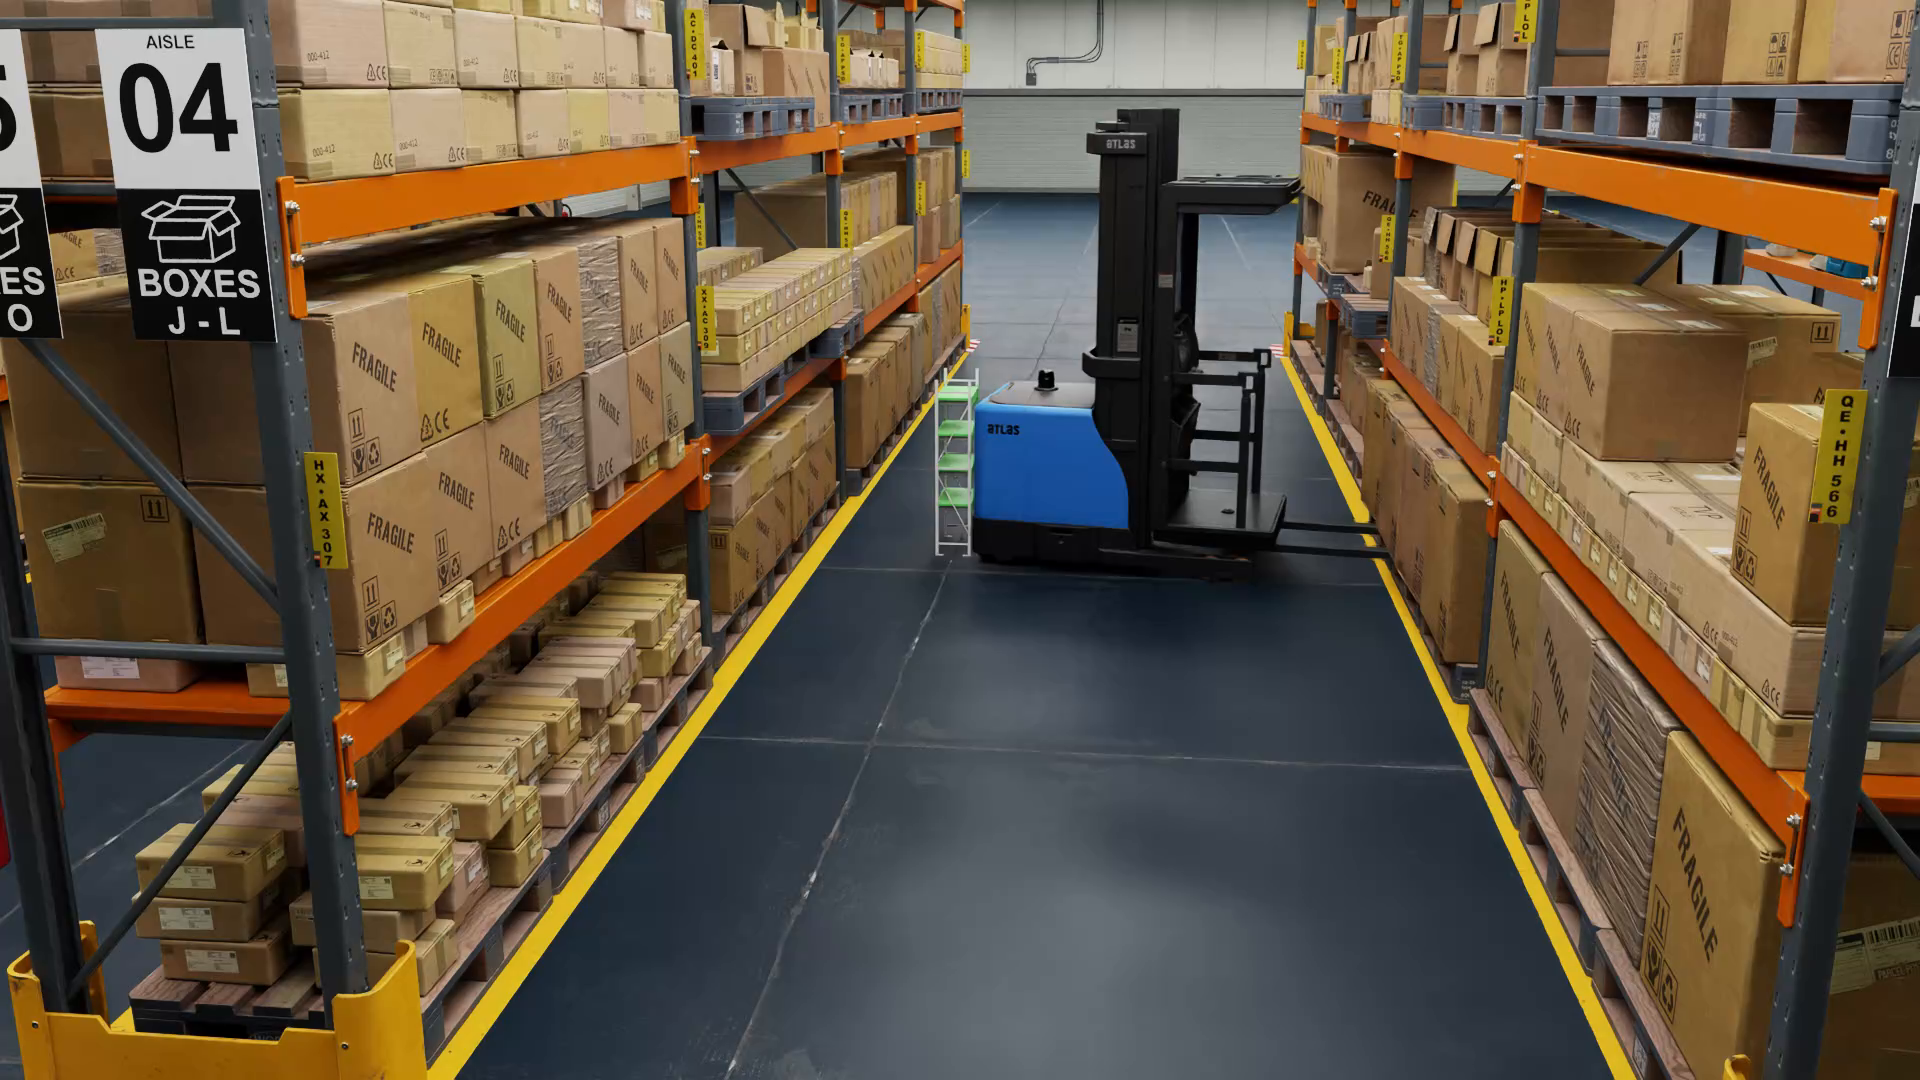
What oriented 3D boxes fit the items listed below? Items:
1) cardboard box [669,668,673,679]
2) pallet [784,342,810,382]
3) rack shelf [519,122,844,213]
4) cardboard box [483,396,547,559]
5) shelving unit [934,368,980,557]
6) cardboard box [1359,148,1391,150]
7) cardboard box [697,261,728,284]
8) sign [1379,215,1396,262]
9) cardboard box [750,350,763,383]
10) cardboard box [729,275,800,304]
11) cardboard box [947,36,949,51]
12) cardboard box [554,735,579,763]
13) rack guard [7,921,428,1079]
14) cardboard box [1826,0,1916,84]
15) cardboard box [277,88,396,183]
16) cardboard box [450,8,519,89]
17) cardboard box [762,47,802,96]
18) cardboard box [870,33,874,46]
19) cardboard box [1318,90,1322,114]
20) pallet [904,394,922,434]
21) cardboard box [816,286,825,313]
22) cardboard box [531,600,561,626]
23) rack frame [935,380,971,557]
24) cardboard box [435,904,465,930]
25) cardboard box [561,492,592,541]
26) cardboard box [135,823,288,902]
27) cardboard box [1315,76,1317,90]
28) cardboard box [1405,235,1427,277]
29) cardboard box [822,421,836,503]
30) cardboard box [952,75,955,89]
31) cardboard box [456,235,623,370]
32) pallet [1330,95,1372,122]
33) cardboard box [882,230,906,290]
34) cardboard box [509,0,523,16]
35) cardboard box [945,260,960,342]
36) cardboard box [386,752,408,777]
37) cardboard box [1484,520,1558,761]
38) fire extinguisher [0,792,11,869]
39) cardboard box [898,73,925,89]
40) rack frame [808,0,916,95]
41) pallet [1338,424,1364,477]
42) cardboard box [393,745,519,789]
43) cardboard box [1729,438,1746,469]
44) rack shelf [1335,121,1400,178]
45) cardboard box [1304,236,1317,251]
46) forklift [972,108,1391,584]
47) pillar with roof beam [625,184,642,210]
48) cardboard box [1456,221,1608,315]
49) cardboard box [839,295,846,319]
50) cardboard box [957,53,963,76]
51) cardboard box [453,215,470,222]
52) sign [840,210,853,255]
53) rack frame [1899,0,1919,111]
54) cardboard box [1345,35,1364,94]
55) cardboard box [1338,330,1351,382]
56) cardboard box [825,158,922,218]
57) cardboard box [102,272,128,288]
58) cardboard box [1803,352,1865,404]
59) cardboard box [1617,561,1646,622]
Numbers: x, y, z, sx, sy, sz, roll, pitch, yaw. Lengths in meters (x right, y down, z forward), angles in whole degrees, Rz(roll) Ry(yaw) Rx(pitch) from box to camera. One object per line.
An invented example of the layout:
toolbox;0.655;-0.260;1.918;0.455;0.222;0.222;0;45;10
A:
cardboard box;-1.644;0.636;8.222;0.380;0.149;0.250;2;15;8
pallet;-1.557;-1.145;10.517;1.003;0.211;1.213;2;15;6
rack shelf;-1.600;-2.334;10.179;1.077;0.370;4.000;2;15;6
cardboard box;-1.849;-0.244;6.055;0.500;0.500;0.500;2;15;7
shelving unit;-0.019;-0.536;11.347;0.258;1.200;0.503;2;15;6
cardboard box;4.519;-3.920;17.735;0.500;0.500;0.500;2;15;6
cardboard box;-1.738;-1.734;10.866;0.380;0.149;0.250;2;15;9
sign;3.002;-2.114;11.667;0.100;0.325;0.005;2;15;6
cardboard box;-1.299;-0.957;9.130;0.380;0.149;0.250;2;15;7
cardboard box;-1.179;-1.507;10.026;0.380;0.149;0.250;2;15;8
cardboard box;-0.316;-5.362;17.958;0.380;0.149;0.250;1;15;5
cardboard box;-1.834;0.813;6.997;0.380;0.149;0.250;2;15;9
rack guard;-2.269;1.510;5.121;1.175;0.500;0.348;2;15;6
cardboard box;2.645;-1.389;4.116;0.700;0.500;0.500;1;15;3
cardboard box;-1.973;-1.162;4.752;0.500;0.250;0.500;2;15;8
cardboard box;-1.843;-1.666;5.661;0.500;0.250;0.500;2;15;7
cardboard box;-1.290;-2.833;10.455;0.500;0.500;0.500;2;15;6
cardboard box;-1.085;-5.119;17.058;0.380;0.149;0.250;2;15;6
cardboard box;3.968;-4.515;17.155;0.500;0.250;0.500;2;15;8
pallet;-0.935;-1.241;15.847;1.003;0.211;1.213;2;15;6
cardboard box;-1.092;-1.569;10.823;0.380;0.149;0.250;2;15;6
cardboard box;-2.140;0.392;7.984;0.380;0.149;0.250;1;15;5
rack frame;-0.046;-0.473;11.113;0.240;1.200;0.015;2;15;6
cardboard box;-1.952;1.300;5.766;0.380;0.149;0.250;2;15;6
cardboard box;-1.730;-0.105;6.784;0.380;0.149;0.250;2;15;7
cardboard box;-2.469;1.064;5.497;0.380;0.149;0.250;2;15;7
cardboard box;4.051;-4.956;18.021;0.380;0.149;0.250;2;15;9
cardboard box;3.564;-1.972;12.212;0.500;0.500;0.500;0;15;-1
cardboard box;-1.189;-0.570;12.007;0.500;0.500;0.500;2;15;6
cardboard box;-0.259;-5.111;18.555;0.380;0.149;0.250;2;15;7
cardboard box;-1.735;-0.993;6.910;0.500;0.500;0.500;2;15;8
pallet;3.704;-3.548;13.652;1.213;0.211;1.003;2;15;6
cardboard box;-0.773;-2.563;15.204;0.500;0.500;0.500;2;15;6
cardboard box;-1.810;-1.966;6.005;0.380;0.149;0.250;2;15;8
cardboard box;-0.483;-2.826;19.633;0.875;0.875;0.875;2;15;7
cardboard box;-2.399;0.938;6.534;0.380;0.149;0.250;2;15;7
cardboard box;2.937;0.449;7.519;0.875;0.875;0.875;2;15;6
fire extinguisher;-2.764;0.592;4.589;0.296;0.674;0.183;2;15;6
cardboard box;-0.544;-4.452;16.117;0.380;0.149;0.250;1;15;5
rack frame;-0.923;-5.685;15.448;1.000;3.000;0.127;2;15;6
pallet;3.772;-0.752;14.038;1.003;0.211;1.213;2;15;6
cardboard box;-1.867;0.880;6.179;0.380;0.149;0.250;1;15;4
cardboard box;3.189;-0.225;6.463;0.500;0.250;0.500;2;15;7
rack shelf;3.768;-3.199;13.378;1.077;0.370;4.000;2;15;6
cardboard box;4.086;-3.338;18.740;0.380;0.149;0.250;2;15;6
forklift;1.656;-1.287;10.805;3.031;2.935;1.130;4;16;15
pillar with roof beam;-4.322;-12.931;42.246;9.100;9.000;0.400;2;15;6
cardboard box;3.298;-1.580;9.645;0.797;0.503;0.637;2;15;8
cardboard box;-1.003;-1.628;11.612;0.380;0.149;0.250;2;15;6
cardboard box;-0.249;-5.462;19.090;0.500;0.250;0.500;2;15;7
cardboard box;-5.493;-3.338;17.498;0.500;0.500;0.500;2;15;6
sign;-0.834;-2.259;12.204;0.100;0.325;0.005;2;15;6
rack frame;2.640;-2.401;3.301;1.000;3.000;0.127;2;15;6
cardboard box;3.842;-4.199;14.694;0.797;0.503;0.637;1;15;3
cardboard box;4.136;-1.865;16.795;0.500;0.500;0.500;7;17;24
cardboard box;-0.847;-3.478;16.421;0.875;0.550;0.550;2;15;6
cardboard box;-6.161;-1.774;11.807;0.500;0.250;0.500;1;15;5
cardboard box;3.071;-0.319;5.375;0.500;0.500;0.500;1;15;5
cardboard box;2.495;0.182;5.723;0.380;0.149;0.250;2;15;6
